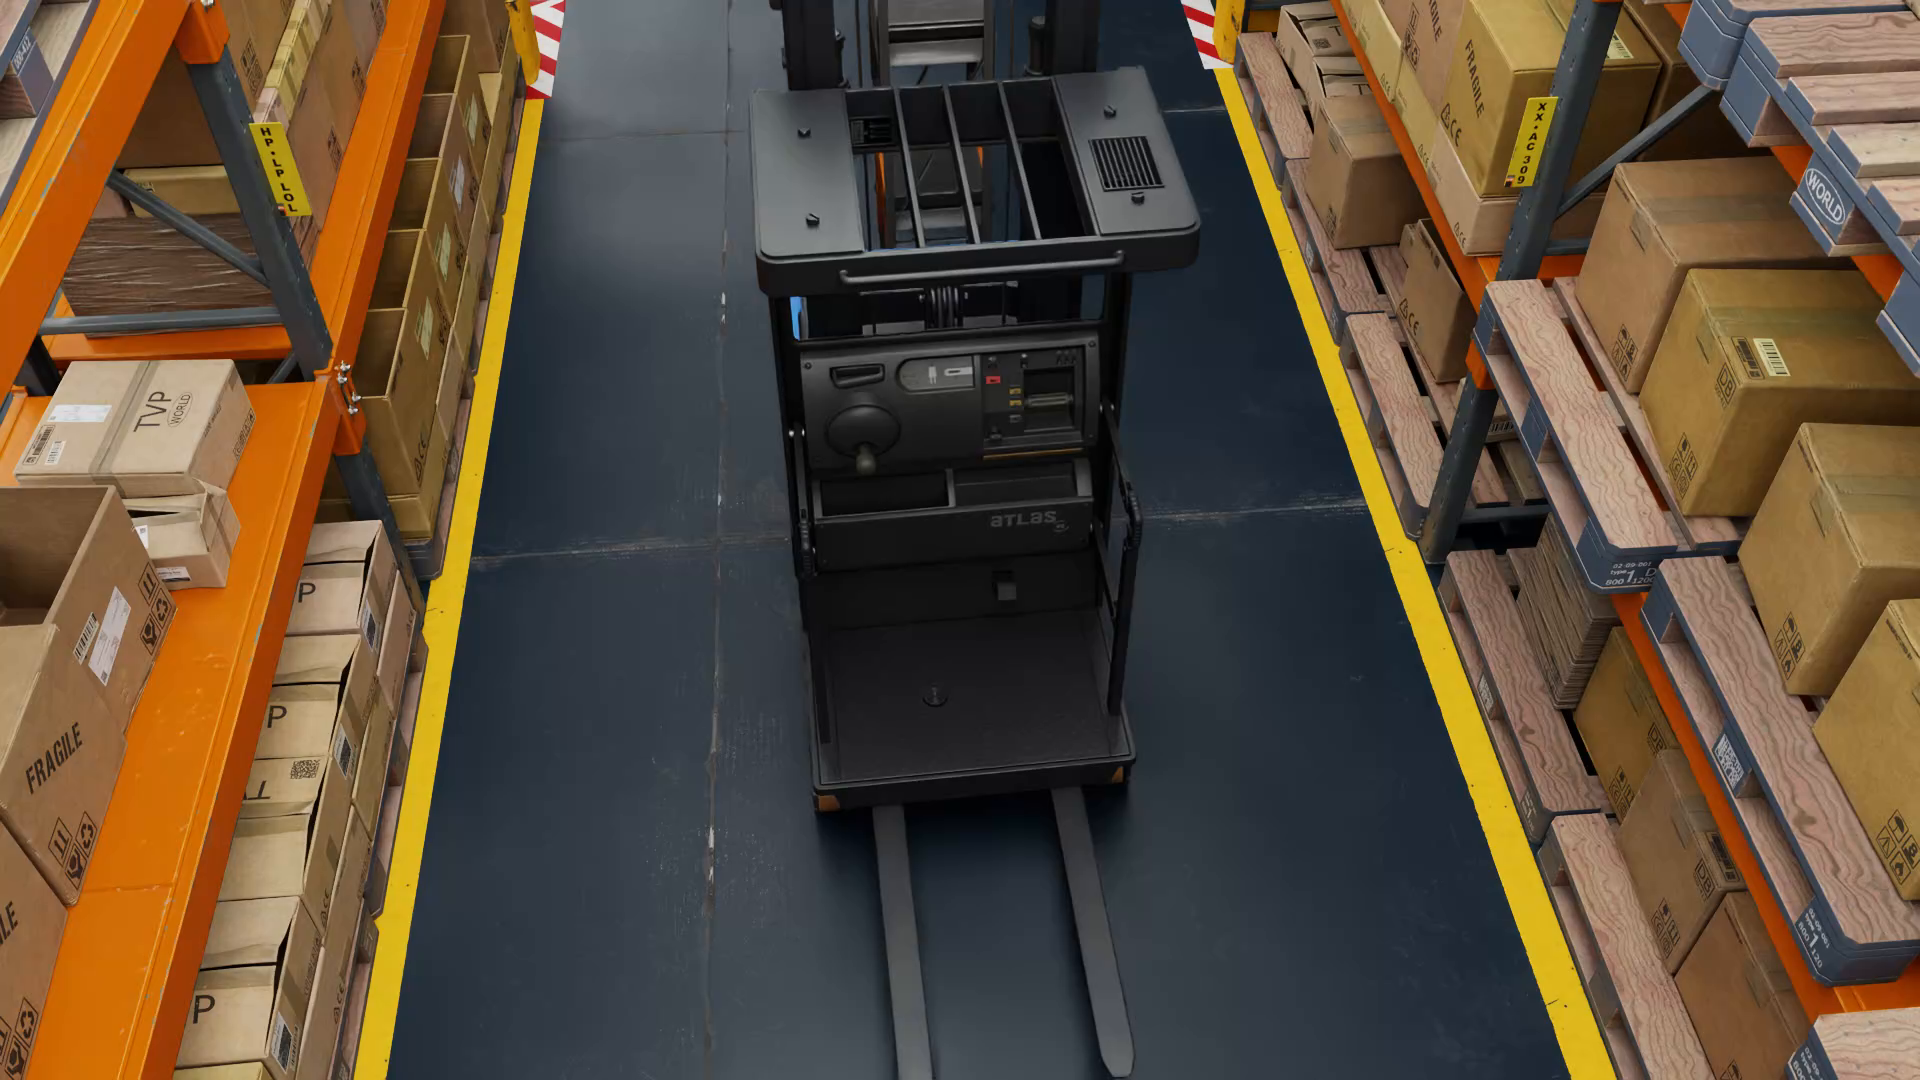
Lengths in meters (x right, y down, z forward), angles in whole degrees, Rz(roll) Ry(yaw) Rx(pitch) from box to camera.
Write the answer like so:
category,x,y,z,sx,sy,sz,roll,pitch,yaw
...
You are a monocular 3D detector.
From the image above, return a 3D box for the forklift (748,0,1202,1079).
category,x,y,z,sx,sy,sz,roll,pitch,yaw
forklift,0.002,-0.328,5.041,1.130,2.935,3.031,-5,47,-5

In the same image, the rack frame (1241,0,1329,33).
category,x,y,z,sx,sy,sz,roll,pitch,yaw
rack frame,2.021,-3.896,8.374,1.000,3.000,0.127,-3,47,-3

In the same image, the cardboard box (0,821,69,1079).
category,x,y,z,sx,sy,sz,roll,pitch,yaw
cardboard box,-2.402,0.948,3.717,0.500,0.500,0.500,-6,47,-5

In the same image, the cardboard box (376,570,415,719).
category,x,y,z,sx,sy,sz,roll,pitch,yaw
cardboard box,-2.257,0.385,5.924,0.500,0.250,0.500,-4,47,-4

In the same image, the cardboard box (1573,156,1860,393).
category,x,y,z,sx,sy,sz,roll,pitch,yaw
cardboard box,2.364,-0.818,5.086,0.700,0.500,0.500,-3,47,-3

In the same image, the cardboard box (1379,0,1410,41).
category,x,y,z,sx,sy,sz,roll,pitch,yaw
cardboard box,1.929,-2.264,6.402,0.500,0.500,0.500,-5,47,-4

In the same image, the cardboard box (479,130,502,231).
category,x,y,z,sx,sy,sz,roll,pitch,yaw
cardboard box,-2.479,-1.699,7.897,0.500,0.250,0.500,-3,47,-3

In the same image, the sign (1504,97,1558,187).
category,x,y,z,sx,sy,sz,roll,pitch,yaw
sign,1.815,-1.261,5.282,0.100,0.325,0.005,-3,47,-3

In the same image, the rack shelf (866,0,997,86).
category,x,y,z,sx,sy,sz,roll,pitch,yaw
rack shelf,-0.111,-1.805,6.068,0.431,0.518,0.480,-5,47,-5

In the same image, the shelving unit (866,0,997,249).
category,x,y,z,sx,sy,sz,roll,pitch,yaw
shelving unit,-0.111,-1.333,6.567,0.431,2.100,0.503,-5,47,-5

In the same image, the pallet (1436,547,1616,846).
category,x,y,z,sx,sy,sz,roll,pitch,yaw
pallet,2.422,0.520,6.112,1.003,0.211,1.213,-3,47,-3

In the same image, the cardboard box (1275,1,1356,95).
category,x,y,z,sx,sy,sz,roll,pitch,yaw
cardboard box,1.989,-2.617,8.711,0.500,0.311,0.500,-8,47,-8

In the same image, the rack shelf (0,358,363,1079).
category,x,y,z,sx,sy,sz,roll,pitch,yaw
rack shelf,-2.413,0.996,4.236,1.077,0.370,4.000,-3,47,-3

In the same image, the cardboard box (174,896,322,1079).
category,x,y,z,sx,sy,sz,roll,pitch,yaw
cardboard box,-2.133,1.287,4.684,0.500,0.311,0.500,-4,47,-4

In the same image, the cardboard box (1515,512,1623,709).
category,x,y,z,sx,sy,sz,roll,pitch,yaw
cardboard box,2.434,0.238,5.878,0.700,0.500,0.500,-2,47,-2

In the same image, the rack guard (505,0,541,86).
category,x,y,z,sx,sy,sz,roll,pitch,yaw
rack guard,-2.917,-2.750,9.010,1.175,0.500,0.348,-3,47,-3

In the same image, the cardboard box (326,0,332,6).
category,x,y,z,sx,sy,sz,roll,pitch,yaw
cardboard box,-2.522,-2.094,6.152,0.380,0.149,0.250,-5,47,-4

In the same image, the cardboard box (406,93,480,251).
category,x,y,z,sx,sy,sz,roll,pitch,yaw
cardboard box,-2.435,-1.595,7.283,0.500,0.500,0.500,-3,47,-3

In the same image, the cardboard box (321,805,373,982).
category,x,y,z,sx,sy,sz,roll,pitch,yaw
cardboard box,-2.173,1.121,5.227,0.500,0.250,0.500,-3,47,-2

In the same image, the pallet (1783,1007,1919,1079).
category,x,y,z,sx,sy,sz,roll,pitch,yaw
pallet,2.524,1.449,3.444,1.213,0.211,1.003,-3,47,-3

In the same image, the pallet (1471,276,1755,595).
category,x,y,z,sx,sy,sz,roll,pitch,yaw
pallet,2.274,-0.374,5.171,1.003,0.211,1.213,-3,47,-3

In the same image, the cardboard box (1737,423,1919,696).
category,x,y,z,sx,sy,sz,roll,pitch,yaw
cardboard box,2.490,0.062,4.254,0.700,0.500,0.500,2,47,2

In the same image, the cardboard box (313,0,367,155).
category,x,y,z,sx,sy,sz,roll,pitch,yaw
cardboard box,-2.713,-1.798,6.318,0.700,0.500,0.500,-3,47,-3

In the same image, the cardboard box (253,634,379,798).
category,x,y,z,sx,sy,sz,roll,pitch,yaw
cardboard box,-2.211,0.562,5.371,0.500,0.311,0.500,-2,47,-2

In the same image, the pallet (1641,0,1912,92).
category,x,y,z,sx,sy,sz,roll,pitch,yaw
pallet,2.301,-1.516,4.183,1.213,0.211,1.003,-3,47,-3

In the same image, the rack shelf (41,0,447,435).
category,x,y,z,sx,sy,sz,roll,pitch,yaw
rack shelf,-2.748,-1.898,6.977,1.077,0.370,4.000,-3,47,-3

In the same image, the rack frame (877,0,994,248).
category,x,y,z,sx,sy,sz,roll,pitch,yaw
rack frame,-0.082,-1.157,6.400,0.400,2.100,0.015,-5,47,-5

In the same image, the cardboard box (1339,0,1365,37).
category,x,y,z,sx,sy,sz,roll,pitch,yaw
cardboard box,1.879,-2.370,7.018,0.500,0.250,0.500,-3,47,-3

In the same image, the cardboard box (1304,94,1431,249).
category,x,y,z,sx,sy,sz,roll,pitch,yaw
cardboard box,2.048,-1.736,7.746,0.700,0.500,0.500,-6,47,-6

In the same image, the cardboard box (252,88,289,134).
category,x,y,z,sx,sy,sz,roll,pitch,yaw
cardboard box,-2.431,-1.344,5.441,0.380,0.149,0.250,-3,47,-3

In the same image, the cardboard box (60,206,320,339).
category,x,y,z,sx,sy,sz,roll,pitch,yaw
cardboard box,-2.624,-1.053,5.613,0.700,0.500,0.500,-5,47,-4

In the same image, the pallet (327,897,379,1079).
category,x,y,z,sx,sy,sz,roll,pitch,yaw
pallet,-2.375,1.676,5.017,1.003,0.211,1.213,-3,47,-3

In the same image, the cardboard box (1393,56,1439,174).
category,x,y,z,sx,sy,sz,roll,pitch,yaw
cardboard box,1.980,-1.643,6.329,0.500,0.250,0.500,-3,47,-3

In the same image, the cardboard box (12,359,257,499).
category,x,y,z,sx,sy,sz,roll,pitch,yaw
cardboard box,-2.496,-0.293,5.065,0.500,0.250,0.500,-1,47,-1

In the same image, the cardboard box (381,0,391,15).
category,x,y,z,sx,sy,sz,roll,pitch,yaw
cardboard box,-2.805,-2.549,7.029,0.700,0.500,0.500,-3,47,-3

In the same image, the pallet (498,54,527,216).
category,x,y,z,sx,sy,sz,roll,pitch,yaw
pallet,-2.810,-2.083,8.577,1.003,0.211,1.213,-3,47,-3

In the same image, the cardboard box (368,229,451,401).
category,x,y,z,sx,sy,sz,roll,pitch,yaw
cardboard box,-2.357,-0.871,6.597,0.500,0.500,0.500,-3,47,-3

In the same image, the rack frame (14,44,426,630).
category,x,y,z,sx,sy,sz,roll,pitch,yaw
rack frame,-2.581,-0.698,5.345,1.000,3.000,0.127,-3,47,-3

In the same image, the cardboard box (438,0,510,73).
category,x,y,z,sx,sy,sz,roll,pitch,yaw
cardboard box,-2.574,-2.679,8.310,0.500,0.500,0.500,-3,47,-3

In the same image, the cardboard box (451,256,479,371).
category,x,y,z,sx,sy,sz,roll,pitch,yaw
cardboard box,-2.391,-0.975,7.212,0.500,0.250,0.500,-3,47,-3

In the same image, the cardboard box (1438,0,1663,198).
category,x,y,z,sx,sy,sz,roll,pitch,yaw
cardboard box,2.008,-1.539,5.714,0.500,0.500,0.500,-4,47,-3

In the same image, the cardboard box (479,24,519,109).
category,x,y,z,sx,sy,sz,roll,pitch,yaw
cardboard box,-2.576,-2.421,8.582,0.500,0.250,0.500,-3,47,-3

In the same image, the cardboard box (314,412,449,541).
category,x,y,z,sx,sy,sz,roll,pitch,yaw
cardboard box,-2.317,-0.251,6.527,0.500,0.250,0.500,-3,47,-3

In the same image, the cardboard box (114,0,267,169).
category,x,y,z,sx,sy,sz,roll,pitch,yaw
cardboard box,-2.624,-1.499,5.142,0.700,0.500,0.500,-3,47,-3

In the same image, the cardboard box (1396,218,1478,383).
category,x,y,z,sx,sy,sz,roll,pitch,yaw
cardboard box,2.229,-1.042,7.090,0.500,0.500,0.500,-7,47,-6

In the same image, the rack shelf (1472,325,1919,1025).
category,x,y,z,sx,sy,sz,roll,pitch,yaw
rack shelf,2.523,0.692,4.524,1.077,0.370,4.000,-3,47,-3

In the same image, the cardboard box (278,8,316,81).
category,x,y,z,sx,sy,sz,roll,pitch,yaw
cardboard box,-2.478,-1.720,5.797,0.380,0.149,0.250,-4,47,-4

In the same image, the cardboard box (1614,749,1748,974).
category,x,y,z,sx,sy,sz,roll,pitch,yaw
cardboard box,2.529,0.980,5.174,0.700,0.500,0.500,-3,47,-3

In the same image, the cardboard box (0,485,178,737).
category,x,y,z,sx,sy,sz,roll,pitch,yaw
cardboard box,-2.488,0.205,4.421,0.500,0.500,0.500,0,47,0

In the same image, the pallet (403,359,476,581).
category,x,y,z,sx,sy,sz,roll,pitch,yaw
pallet,-2.605,-0.317,6.905,1.003,0.211,1.213,-3,47,-3
